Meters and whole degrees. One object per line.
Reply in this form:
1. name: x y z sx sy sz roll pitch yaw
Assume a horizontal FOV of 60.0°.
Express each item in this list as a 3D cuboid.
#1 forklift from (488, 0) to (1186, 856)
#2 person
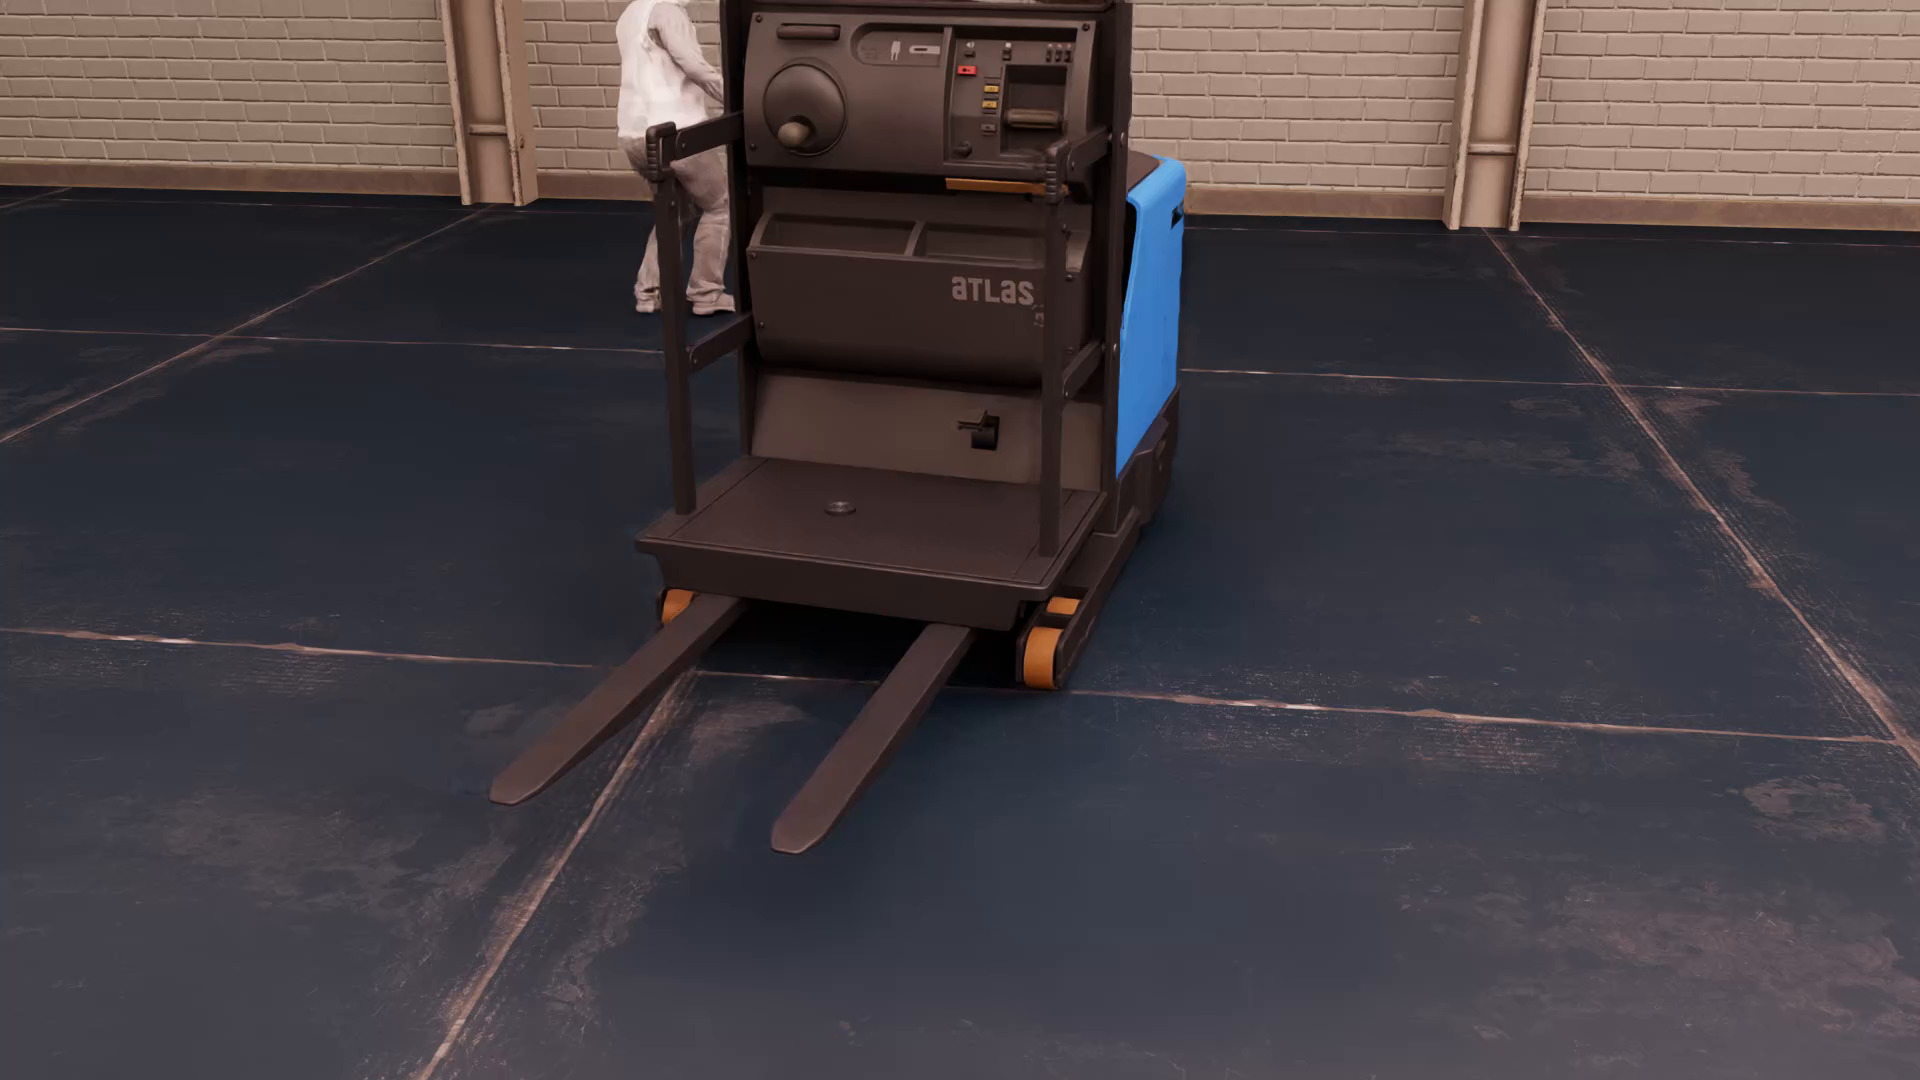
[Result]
1. forklift: -0.175 -1.141 4.087 1.130 2.935 3.031 7 23 16
2. person: -1.256 -1.862 7.576 0.635 1.729 0.762 -20 29 -40
